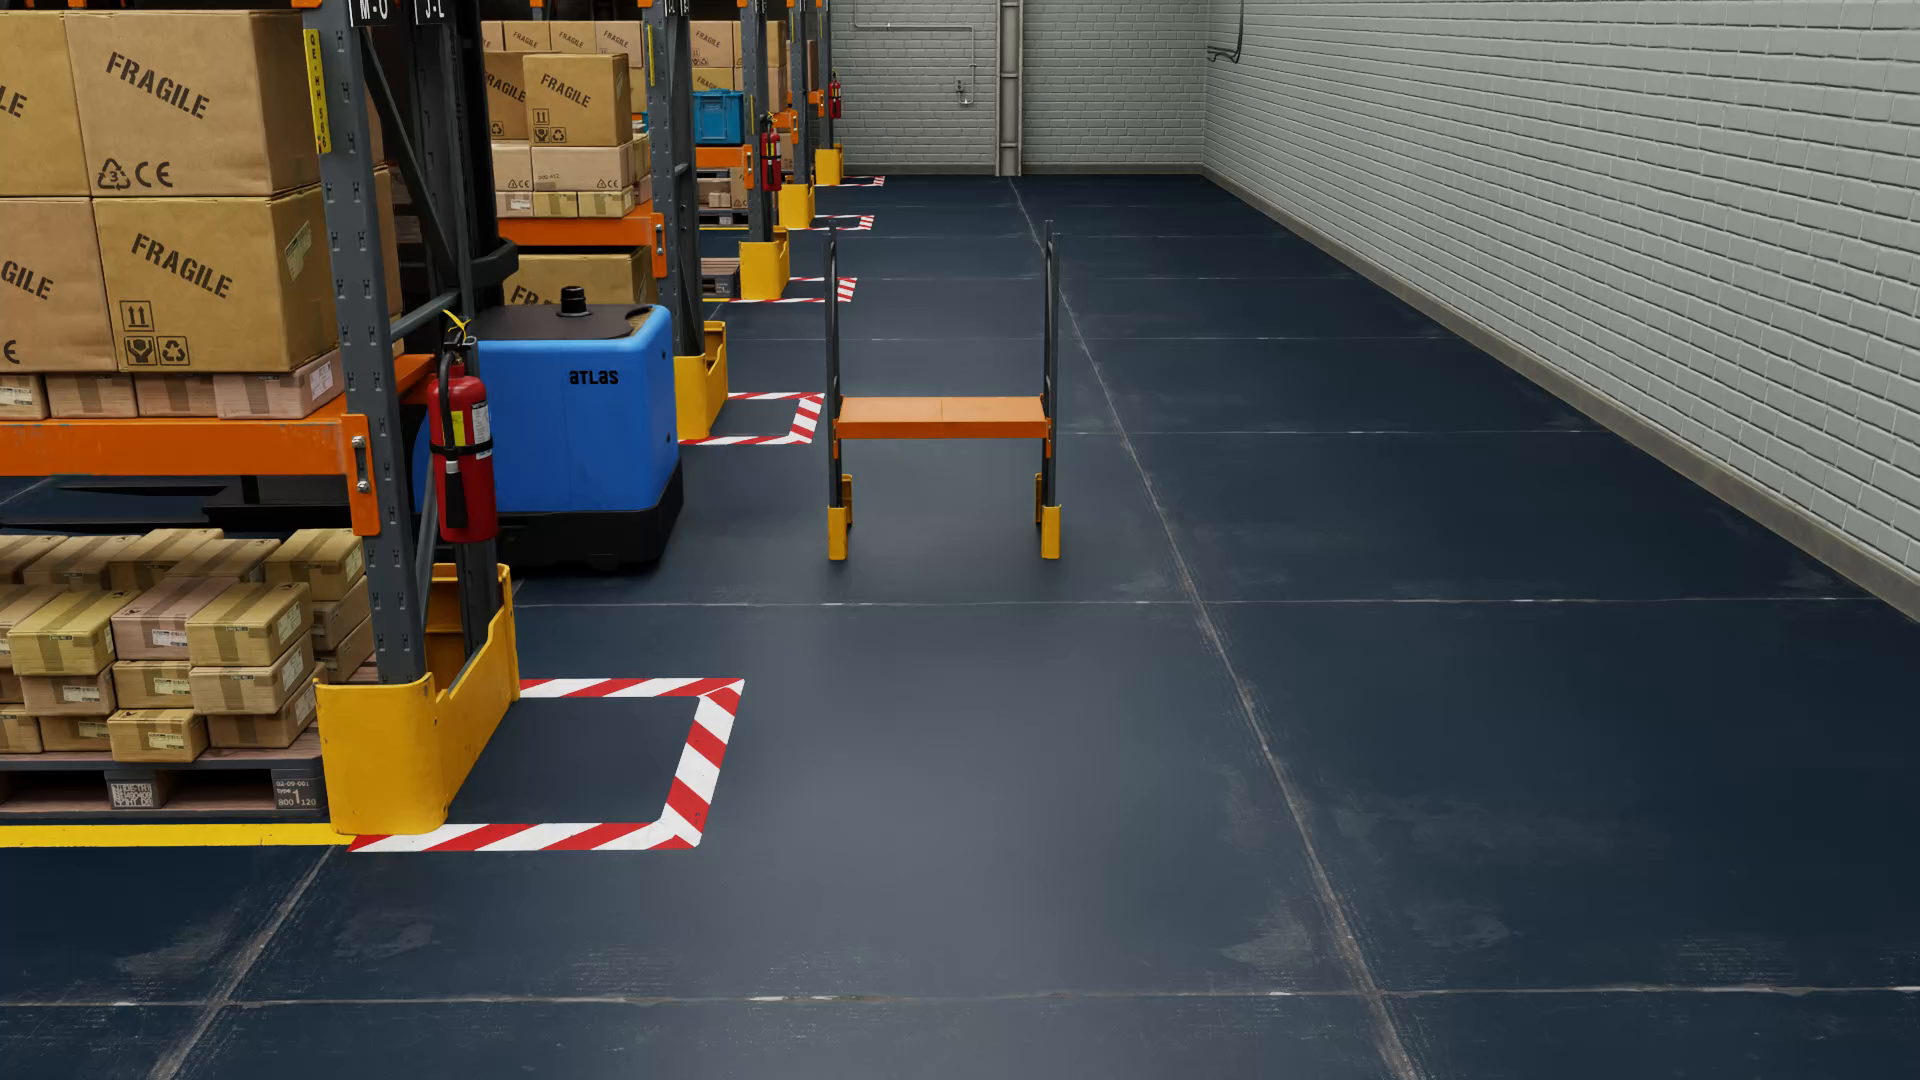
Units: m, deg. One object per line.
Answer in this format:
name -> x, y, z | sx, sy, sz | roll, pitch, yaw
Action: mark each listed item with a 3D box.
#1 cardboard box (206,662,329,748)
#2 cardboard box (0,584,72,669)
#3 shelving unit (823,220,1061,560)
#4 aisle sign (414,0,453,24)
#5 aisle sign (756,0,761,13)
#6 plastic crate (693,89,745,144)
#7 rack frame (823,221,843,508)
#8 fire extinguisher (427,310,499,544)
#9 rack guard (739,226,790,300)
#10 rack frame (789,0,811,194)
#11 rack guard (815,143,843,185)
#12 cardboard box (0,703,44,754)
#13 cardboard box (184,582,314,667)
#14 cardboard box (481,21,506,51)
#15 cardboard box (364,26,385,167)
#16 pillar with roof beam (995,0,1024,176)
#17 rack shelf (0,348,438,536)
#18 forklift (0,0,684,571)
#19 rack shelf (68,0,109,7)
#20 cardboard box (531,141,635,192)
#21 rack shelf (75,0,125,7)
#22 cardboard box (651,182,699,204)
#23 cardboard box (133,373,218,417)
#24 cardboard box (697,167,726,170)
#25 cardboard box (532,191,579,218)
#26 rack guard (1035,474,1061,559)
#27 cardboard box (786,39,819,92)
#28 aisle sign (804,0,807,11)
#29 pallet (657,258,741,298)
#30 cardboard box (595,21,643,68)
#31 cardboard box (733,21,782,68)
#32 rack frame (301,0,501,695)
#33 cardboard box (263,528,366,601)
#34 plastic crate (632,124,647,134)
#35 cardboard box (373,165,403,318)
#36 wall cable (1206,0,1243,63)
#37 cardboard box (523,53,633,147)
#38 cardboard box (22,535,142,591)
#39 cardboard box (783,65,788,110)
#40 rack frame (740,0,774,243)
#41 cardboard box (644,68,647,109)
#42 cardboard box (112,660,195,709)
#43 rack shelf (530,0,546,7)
cardboard box -> -2.260, 0.536, 5.446 | 0.250, 0.149, 0.380 | 0, 18, 0
cardboard box -> -3.032, 0.272, 5.295 | 0.250, 0.149, 0.380 | -1, 18, -3
shelving unit -> -0.076, -0.714, 7.817 | 1.083, 1.500, 0.587 | 0, 18, -1
aisle sign -> -1.669, -2.018, 5.170 | 0.004, 0.787, 0.394 | 0, 18, -1
aisle sign -> -1.716, -4.865, 14.045 | 0.004, 0.787, 0.394 | 0, 18, -1
plastic crate -> -2.125, -3.703, 14.523 | 0.499, 0.435, 0.616 | 0, 18, -1
rack frame -> -0.594, -0.711, 7.810 | 0.032, 1.500, 0.500 | 0, 18, -1
fire extinguisher -> -1.478, -0.334, 4.914 | 0.183, 0.674, 0.296 | 0, 18, -1
rack guard -> -1.769, -2.530, 15.115 | 0.348, 0.500, 1.175 | 0, 18, -1
rack frame -> -1.867, -5.229, 19.436 | 0.127, 3.000, 1.000 | 0, 18, -1
rack guard -> -1.925, -5.551, 24.535 | 0.348, 0.500, 1.175 | 0, 18, -1
cardboard box -> -3.028, 0.548, 5.407 | 0.250, 0.149, 0.380 | 0, 18, 0
cardboard box -> -2.263, 0.266, 5.312 | 0.250, 0.149, 0.380 | 0, 18, 0
cardboard box -> -5.391, -5.649, 18.947 | 0.500, 0.500, 0.500 | 0, 18, 1
cardboard box -> -2.190, -1.432, 5.313 | 0.500, 0.500, 0.500 | 0, 18, -1
pillar with roof beam -> 0.805, -8.561, 20.002 | 0.400, 9.000, 9.100 | 0, 18, -1
rack shelf -> -3.737, -0.336, 5.361 | 4.000, 0.370, 1.077 | 0, 18, -1
forklift -> -2.896, -1.372, 7.526 | 3.031, 2.935, 1.130 | -1, 18, -2
rack shelf -> -11.866, -6.266, 18.938 | 4.000, 0.370, 1.077 | 0, 18, -1
cardboard box -> -2.195, -2.190, 9.722 | 0.500, 0.250, 0.500 | -1, 18, -2
rack shelf -> -7.867, -6.285, 18.998 | 4.000, 0.370, 1.077 | 0, 18, -1
cardboard box -> -3.357, -4.056, 19.561 | 0.500, 0.250, 0.500 | 0, 18, -1
cardboard box -> -2.308, -0.490, 5.077 | 0.250, 0.149, 0.380 | 0, 18, -1
cardboard box -> -3.651, -5.712, 24.349 | 0.500, 0.500, 0.700 | -1, 18, -3
cardboard box -> -2.325, -1.979, 9.719 | 0.250, 0.149, 0.380 | 0, 18, 0
rack guard -> 0.422, -0.121, 8.016 | 0.087, 0.250, 0.587 | 0, 18, -1
cardboard box -> -2.459, -6.879, 24.090 | 0.700, 0.700, 0.980 | 1, 18, 2
aisle sign -> -1.804, -6.557, 19.320 | 0.004, 0.787, 0.394 | 0, 18, -1
pallet -> -2.618, -2.396, 15.171 | 1.213, 0.211, 1.003 | 0, 18, -1
cardboard box -> -3.845, -5.657, 18.972 | 0.500, 0.500, 0.500 | 0, 18, 1
cardboard box -> -2.308, -5.666, 19.000 | 0.500, 0.500, 0.500 | 0, 18, -1
rack frame -> -1.737, -0.688, 5.281 | 0.127, 3.000, 1.000 | 0, 18, -1
cardboard box -> -2.267, 0.085, 5.877 | 0.250, 0.149, 0.380 | -1, 18, -3
plastic crate -> -2.895, -3.563, 14.576 | 0.243, 0.136, 0.396 | 0, 18, -1
cardboard box -> -2.191, -0.959, 5.476 | 0.500, 0.500, 0.500 | 1, 18, 2
wall cable -> 3.712, -8.038, 23.455 | 0.112, 2.526, 3.097 | 0, 18, -1
cardboard box -> -2.198, -2.548, 9.610 | 0.500, 0.500, 0.500 | 0, 18, 0
cardboard box -> -3.041, 0.112, 5.794 | 0.250, 0.149, 0.380 | -1, 18, -4
cardboard box -> -2.315, -5.355, 19.665 | 0.500, 0.500, 0.500 | 0, 18, 0
rack frame -> -1.793, -3.716, 14.720 | 0.127, 3.000, 1.000 | 0, 18, -1
cardboard box -> -3.328, -5.187, 19.142 | 0.500, 0.500, 0.500 | 0, 18, 0
cardboard box -> -2.523, 0.403, 5.374 | 0.250, 0.149, 0.380 | -1, 18, -2
rack shelf -> -7.948, -7.798, 23.714 | 4.000, 0.370, 1.077 | 0, 18, -1
